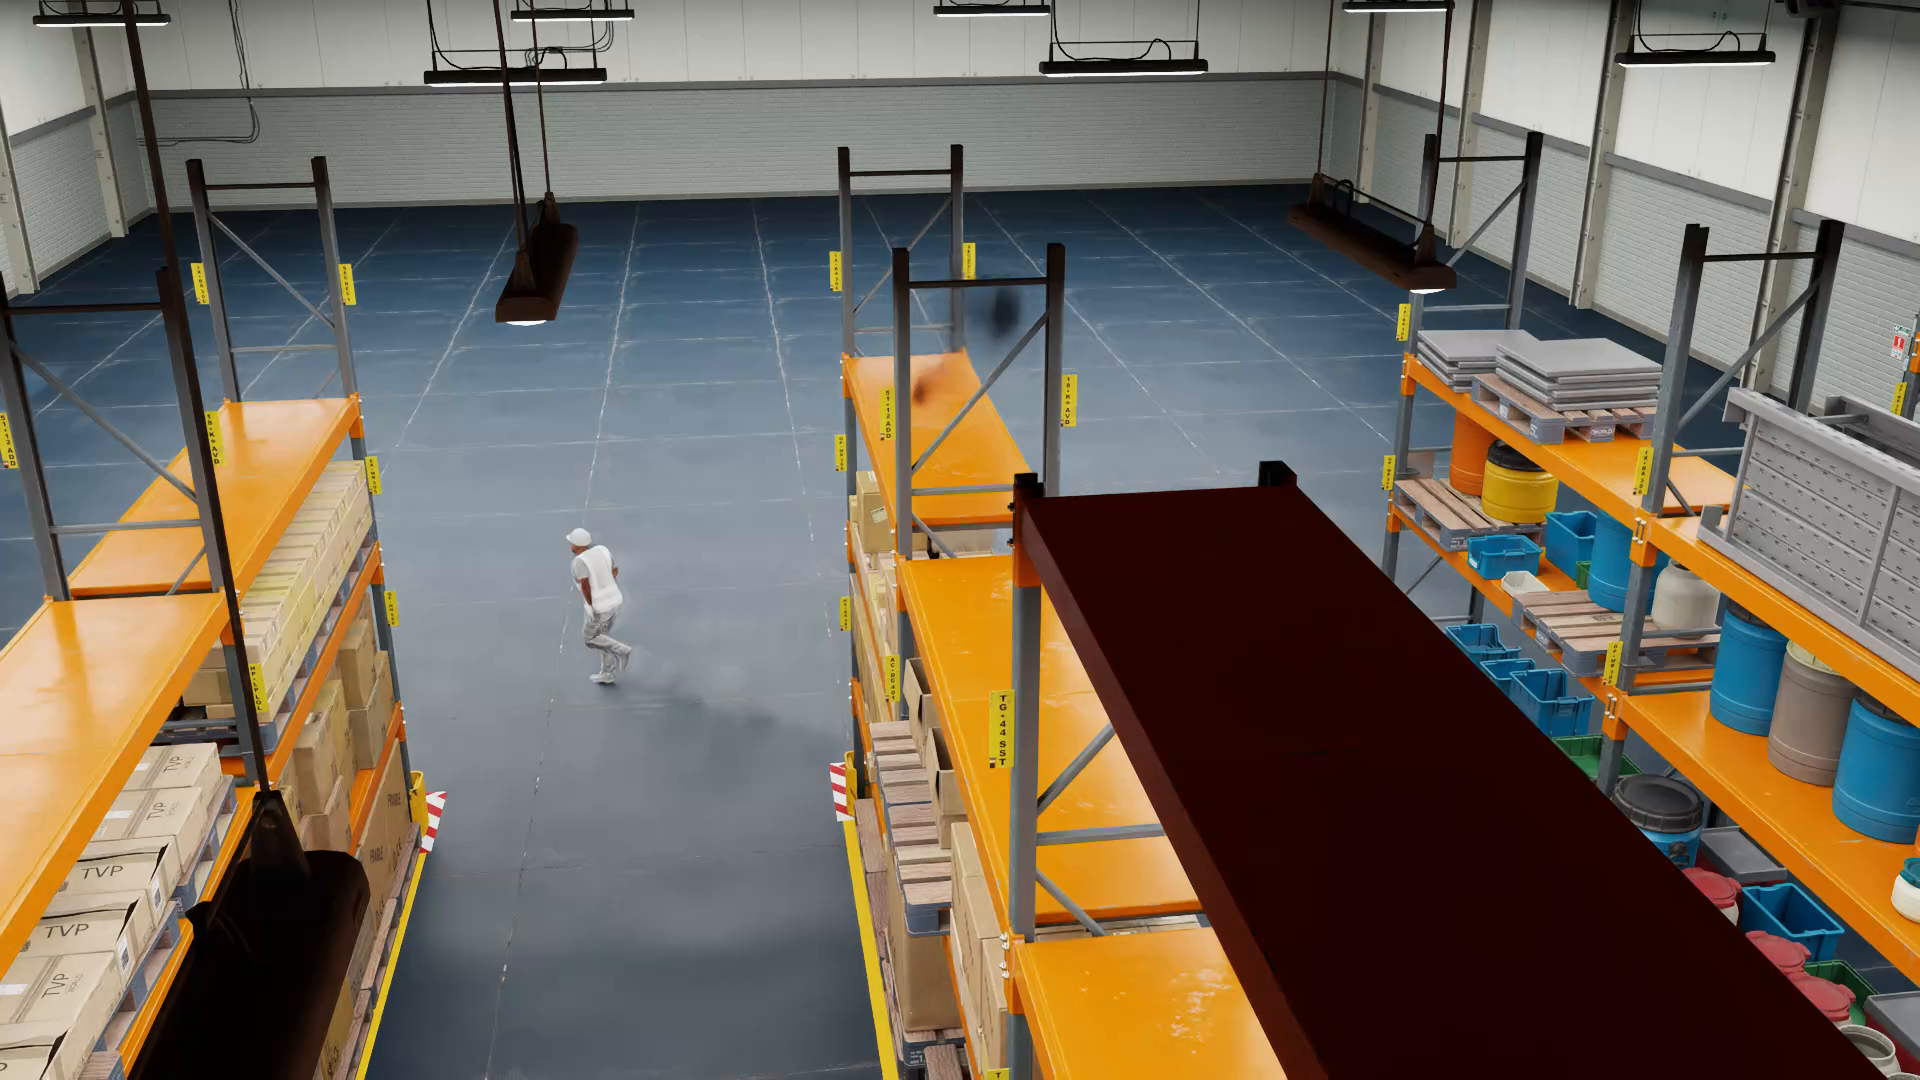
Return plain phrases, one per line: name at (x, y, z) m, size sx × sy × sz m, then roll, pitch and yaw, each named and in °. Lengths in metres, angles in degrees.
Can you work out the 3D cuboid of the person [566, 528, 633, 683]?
person at (-3.781, 0.716, 17.569) m, size 0.769 × 1.705 × 0.675 m, roll 13°, pitch 25°, yaw 29°
